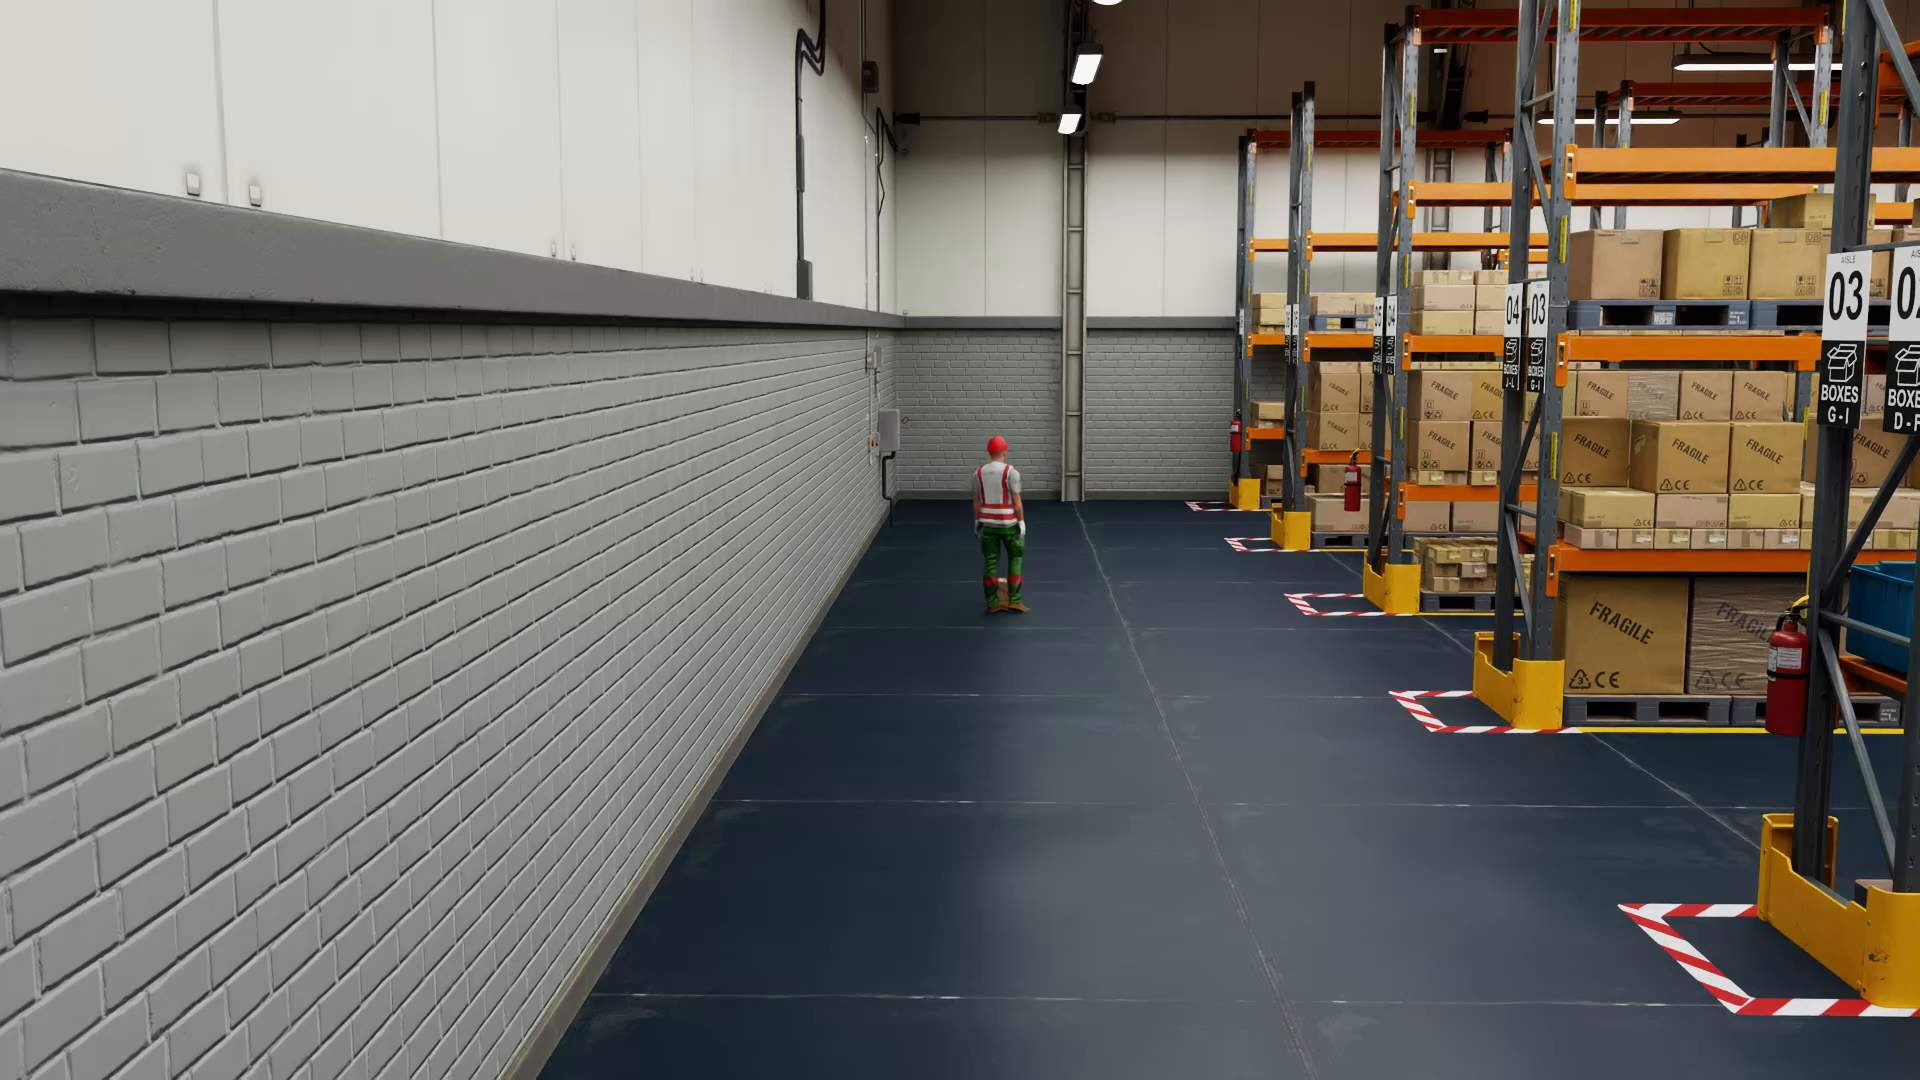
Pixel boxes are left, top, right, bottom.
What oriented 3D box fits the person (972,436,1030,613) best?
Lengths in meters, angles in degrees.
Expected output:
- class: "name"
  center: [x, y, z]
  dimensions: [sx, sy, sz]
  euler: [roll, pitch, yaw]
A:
- class: "person"
  center: [0.411, -0.147, 16.913]
  dimensions: [0.553, 1.827, 0.403]
  euler: [3, 8, 24]
